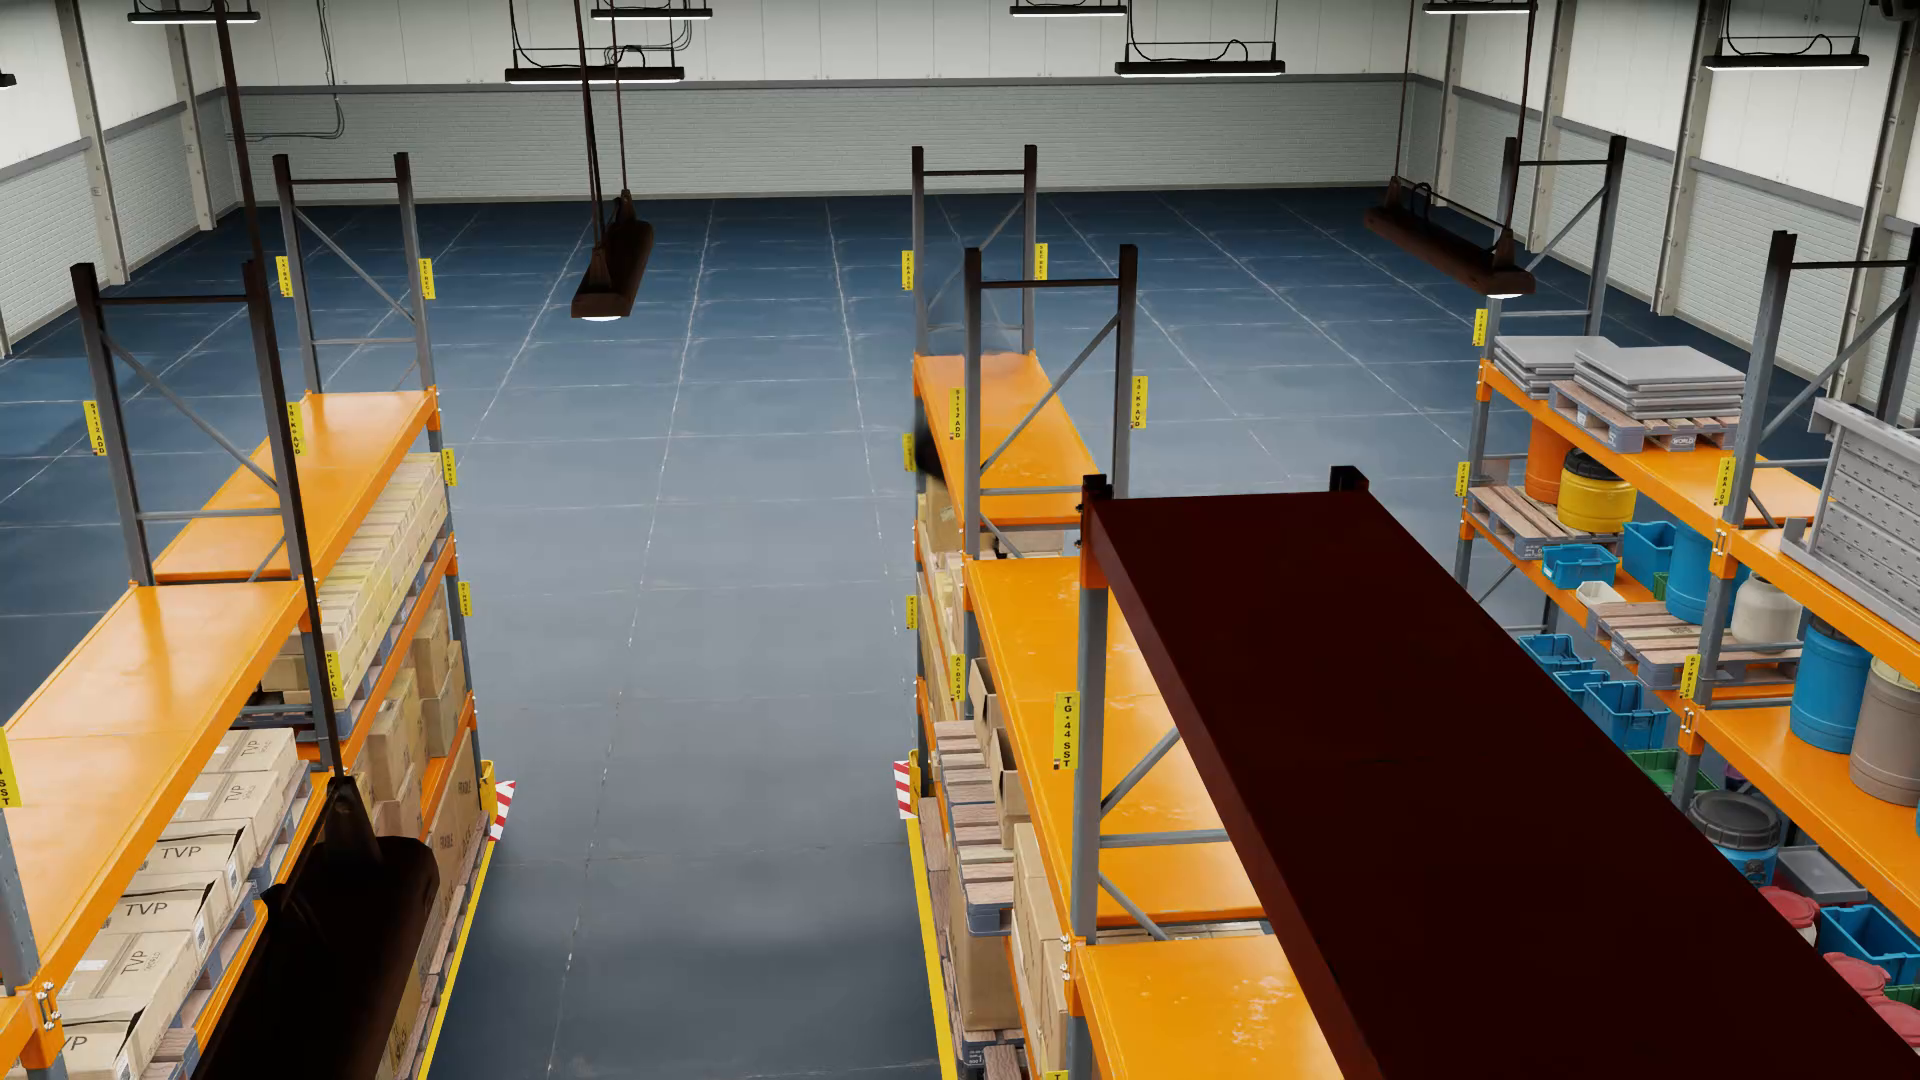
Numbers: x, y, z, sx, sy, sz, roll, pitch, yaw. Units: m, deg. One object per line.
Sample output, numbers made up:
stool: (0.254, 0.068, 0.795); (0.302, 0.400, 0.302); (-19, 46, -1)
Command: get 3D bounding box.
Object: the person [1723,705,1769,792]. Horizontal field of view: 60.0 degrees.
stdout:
person: (6.739, 2.054, 14.321); (0.507, 1.638, 0.697); (0, 22, -1)
